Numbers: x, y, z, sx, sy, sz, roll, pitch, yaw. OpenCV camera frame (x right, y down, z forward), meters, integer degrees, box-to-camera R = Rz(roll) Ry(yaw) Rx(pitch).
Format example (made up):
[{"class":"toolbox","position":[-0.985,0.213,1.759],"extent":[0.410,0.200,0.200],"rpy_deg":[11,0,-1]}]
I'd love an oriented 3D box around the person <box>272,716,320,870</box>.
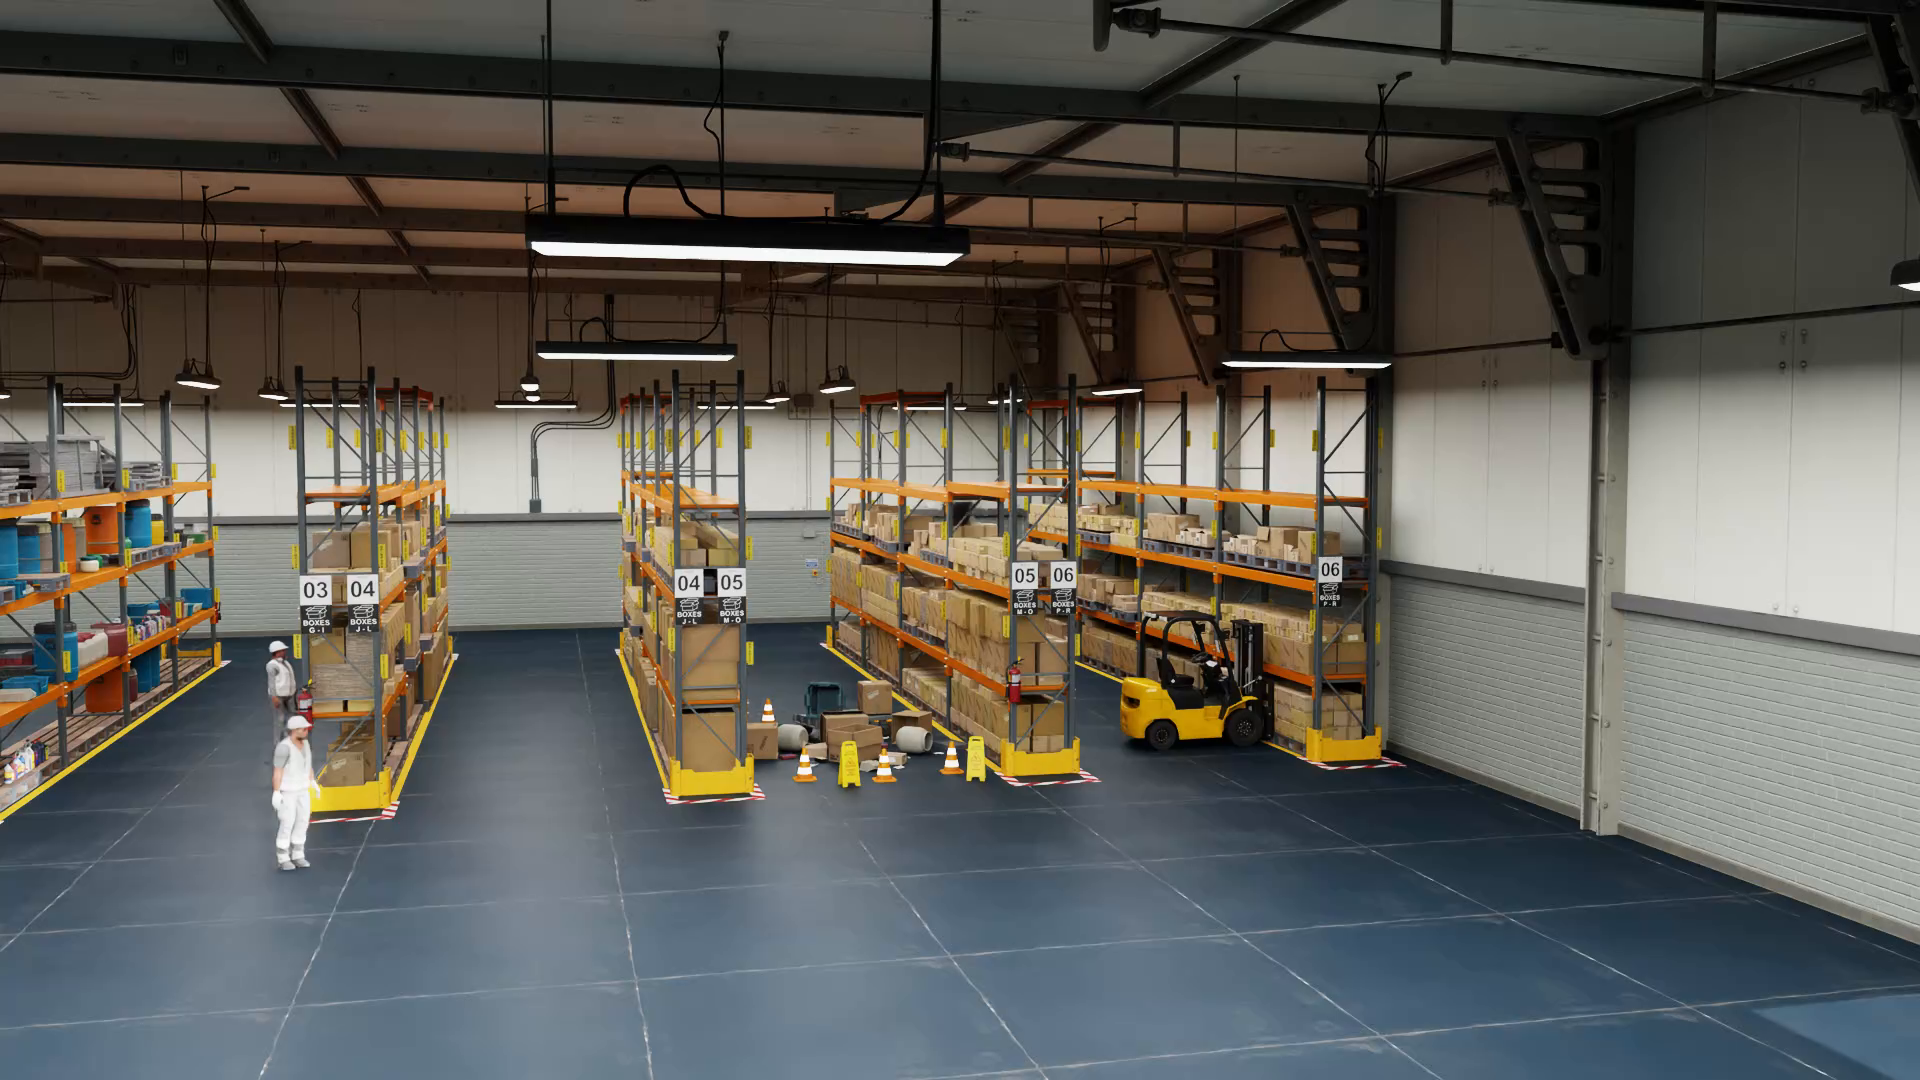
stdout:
[{"class":"person","position":[-7.787,2.947,19.457],"extent":[0.416,1.791,0.588],"rpy_deg":[1,4,21]}]

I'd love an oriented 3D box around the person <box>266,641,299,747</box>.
[{"class":"person","position":[-10.971,2.521,26.938],"extent":[0.453,1.775,0.581],"rpy_deg":[2,4,27]}]
